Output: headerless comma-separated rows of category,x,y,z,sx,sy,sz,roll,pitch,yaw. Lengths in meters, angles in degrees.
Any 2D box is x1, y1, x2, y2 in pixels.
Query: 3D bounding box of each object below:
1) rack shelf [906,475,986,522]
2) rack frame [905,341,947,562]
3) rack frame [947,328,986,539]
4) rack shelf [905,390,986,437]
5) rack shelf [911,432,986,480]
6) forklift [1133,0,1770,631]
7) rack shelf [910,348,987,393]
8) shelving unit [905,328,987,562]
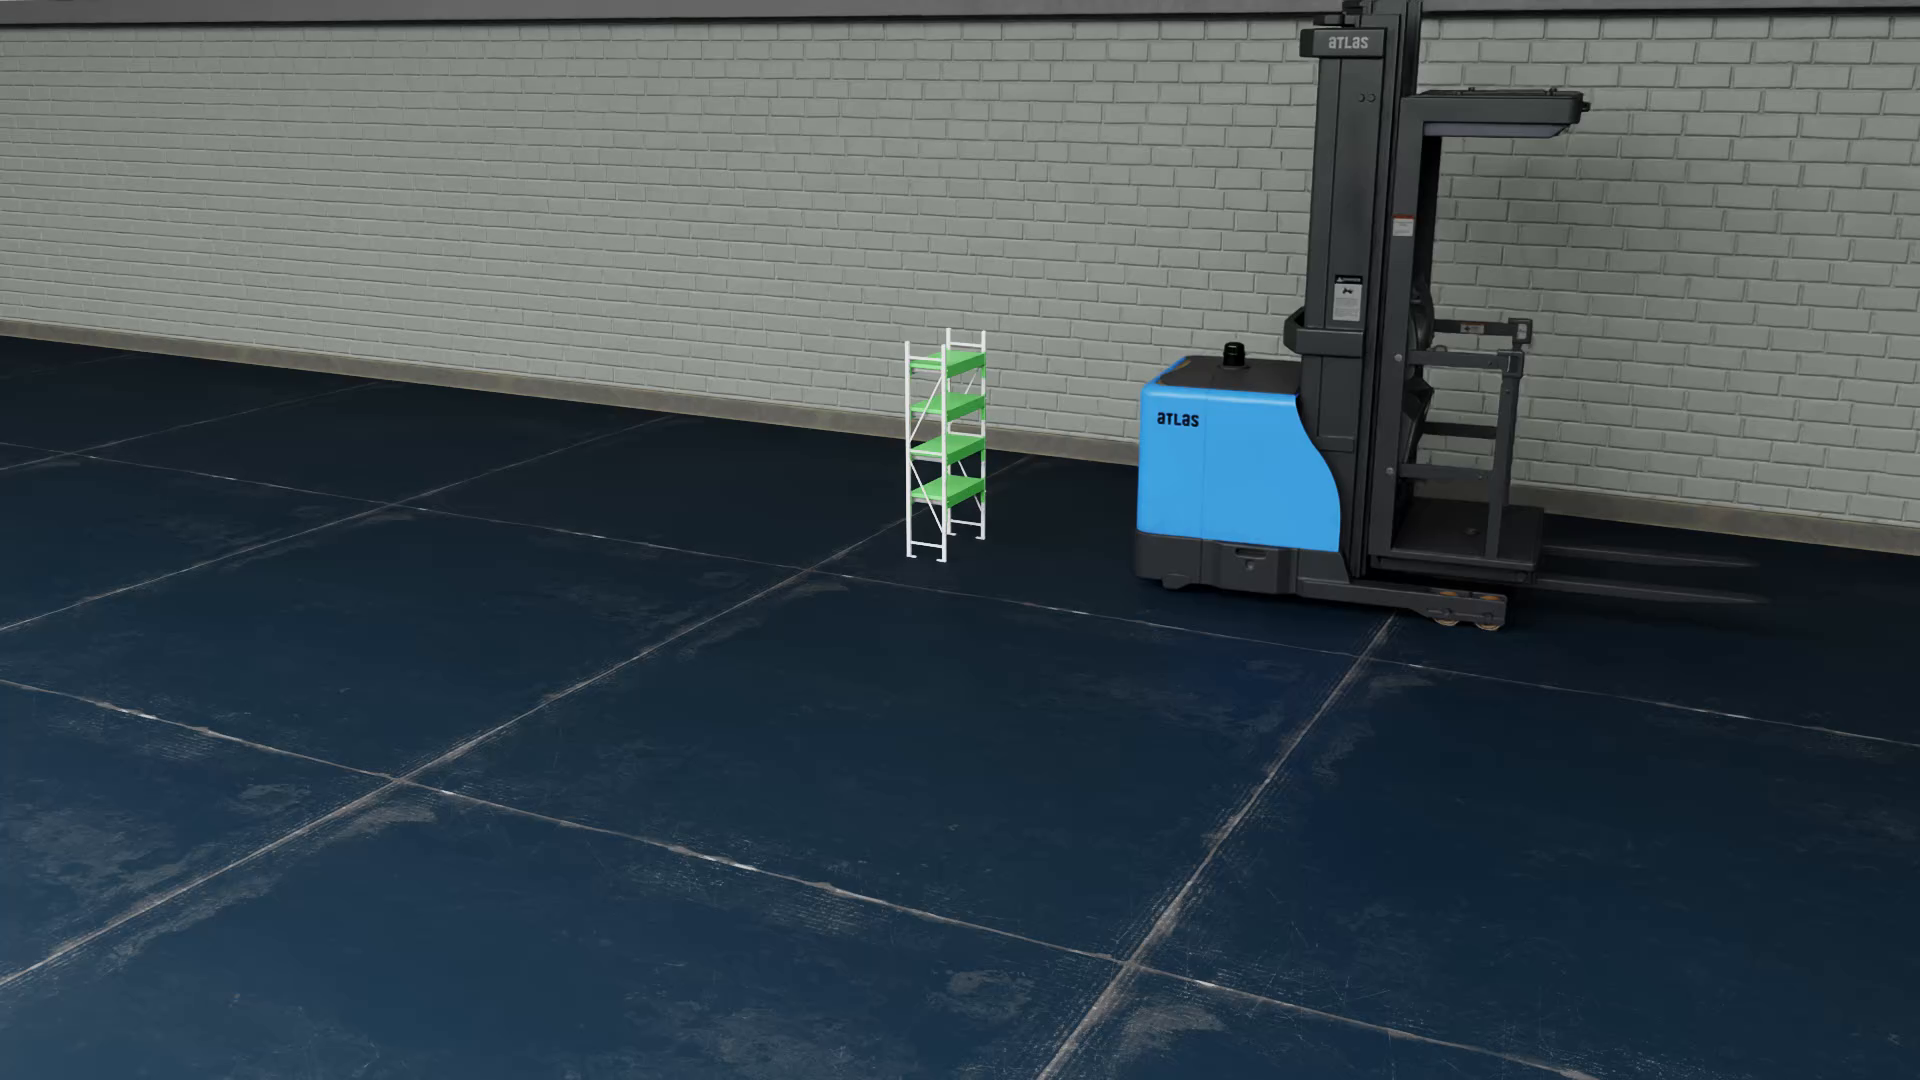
rack shelf,-0.074,-0.242,9.298,0.258,0.148,0.480,8,18,25
rack frame,-0.183,-0.471,9.002,0.240,1.200,0.015,8,18,25
rack frame,0.035,-0.595,9.421,0.240,1.200,0.015,8,18,25
rack shelf,-0.074,-0.702,9.161,0.258,0.148,0.480,8,18,25
rack shelf,-0.074,-0.472,9.230,0.258,0.148,0.480,8,18,25
forklift,2.475,-1.138,8.207,3.031,2.935,1.130,6,18,19
rack shelf,-0.074,-0.932,9.093,0.258,0.148,0.480,8,18,25
shelving unit,-0.074,-0.533,9.212,0.258,1.200,0.503,8,18,25
